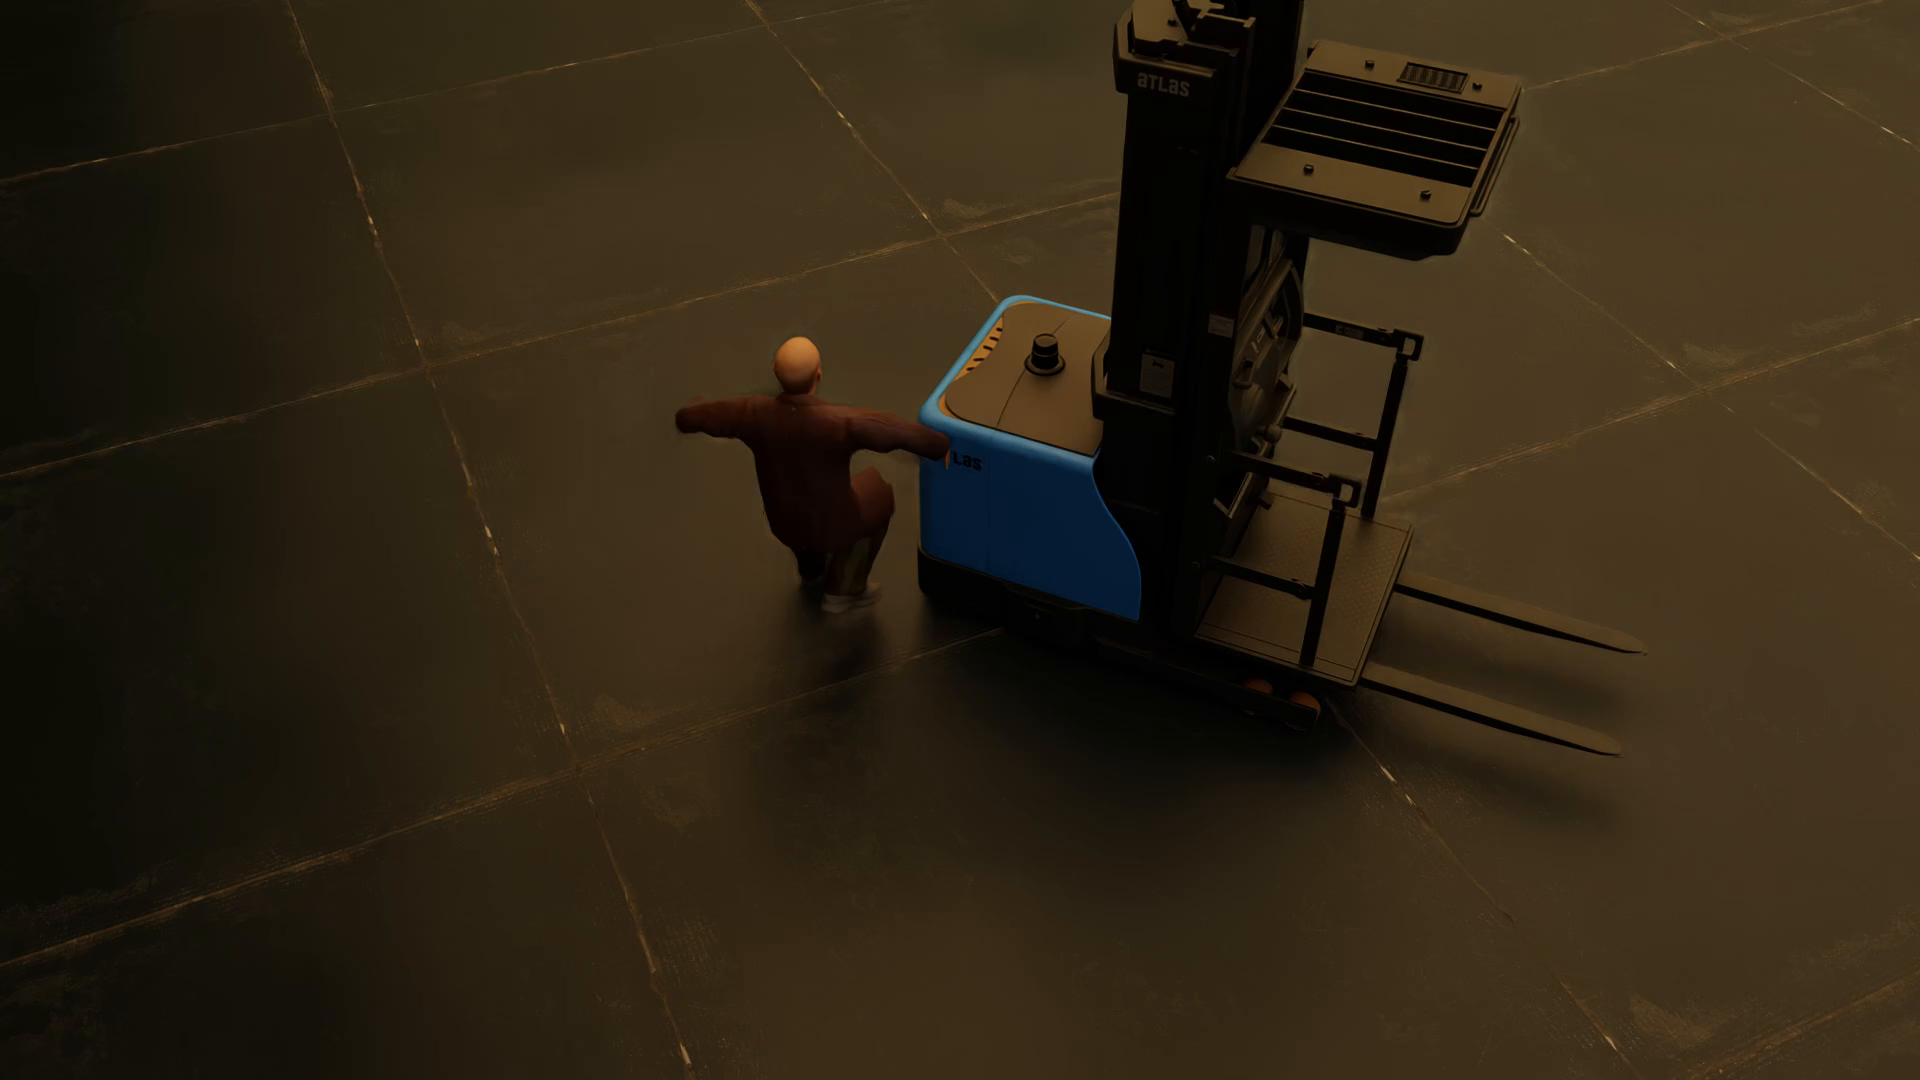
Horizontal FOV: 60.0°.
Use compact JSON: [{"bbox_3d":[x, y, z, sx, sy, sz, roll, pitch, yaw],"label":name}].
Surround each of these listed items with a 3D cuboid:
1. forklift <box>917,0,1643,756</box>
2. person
[{"bbox_3d":[1.373,-0.690,6.420,3.031,2.935,1.130,17,46,18],"label":"forklift"},{"bbox_3d":[-0.567,-0.304,6.976,1.125,1.612,0.854,12,44,12],"label":"person"}]
